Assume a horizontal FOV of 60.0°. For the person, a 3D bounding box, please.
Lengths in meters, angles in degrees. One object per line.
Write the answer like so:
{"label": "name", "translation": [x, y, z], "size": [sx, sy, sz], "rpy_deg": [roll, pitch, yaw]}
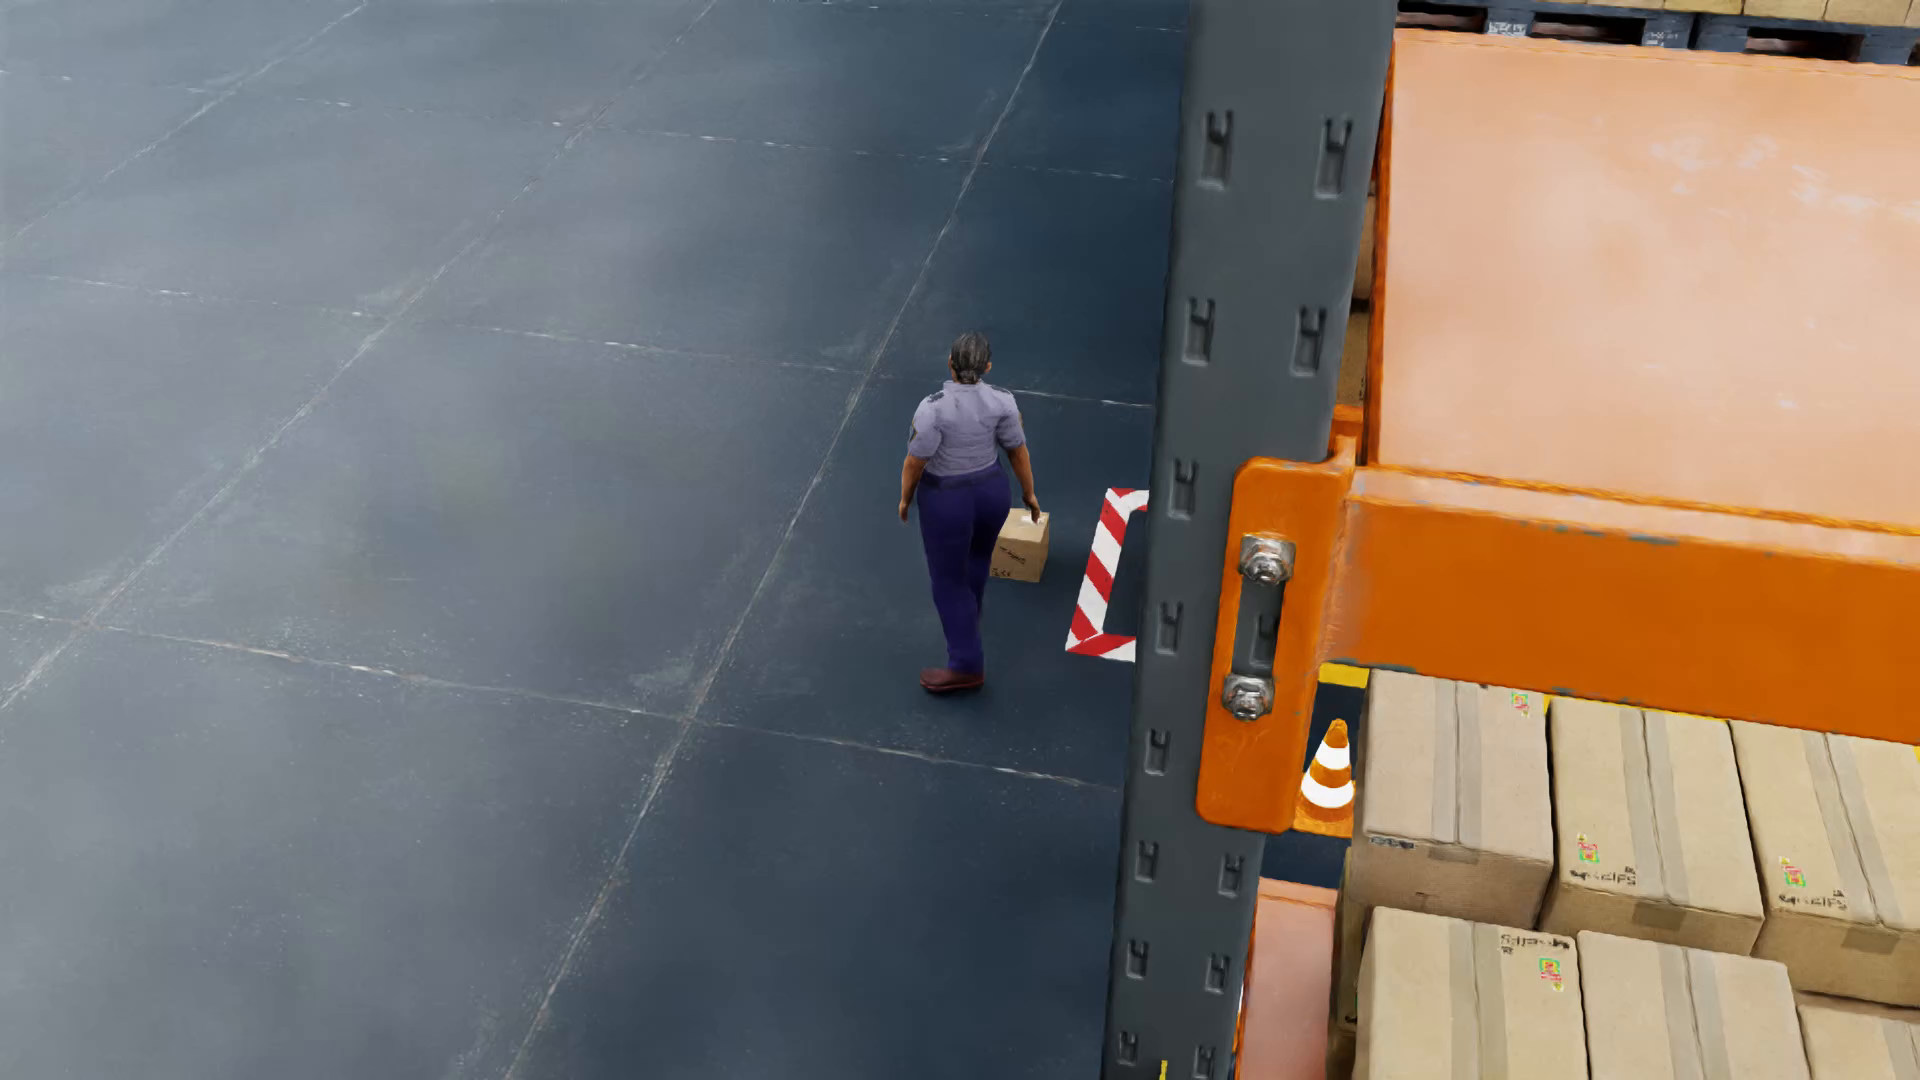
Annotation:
{"label": "person", "translation": [0.036, -0.157, 7.190], "size": [0.624, 1.636, 0.662], "rpy_deg": [-15, 39, -19]}
